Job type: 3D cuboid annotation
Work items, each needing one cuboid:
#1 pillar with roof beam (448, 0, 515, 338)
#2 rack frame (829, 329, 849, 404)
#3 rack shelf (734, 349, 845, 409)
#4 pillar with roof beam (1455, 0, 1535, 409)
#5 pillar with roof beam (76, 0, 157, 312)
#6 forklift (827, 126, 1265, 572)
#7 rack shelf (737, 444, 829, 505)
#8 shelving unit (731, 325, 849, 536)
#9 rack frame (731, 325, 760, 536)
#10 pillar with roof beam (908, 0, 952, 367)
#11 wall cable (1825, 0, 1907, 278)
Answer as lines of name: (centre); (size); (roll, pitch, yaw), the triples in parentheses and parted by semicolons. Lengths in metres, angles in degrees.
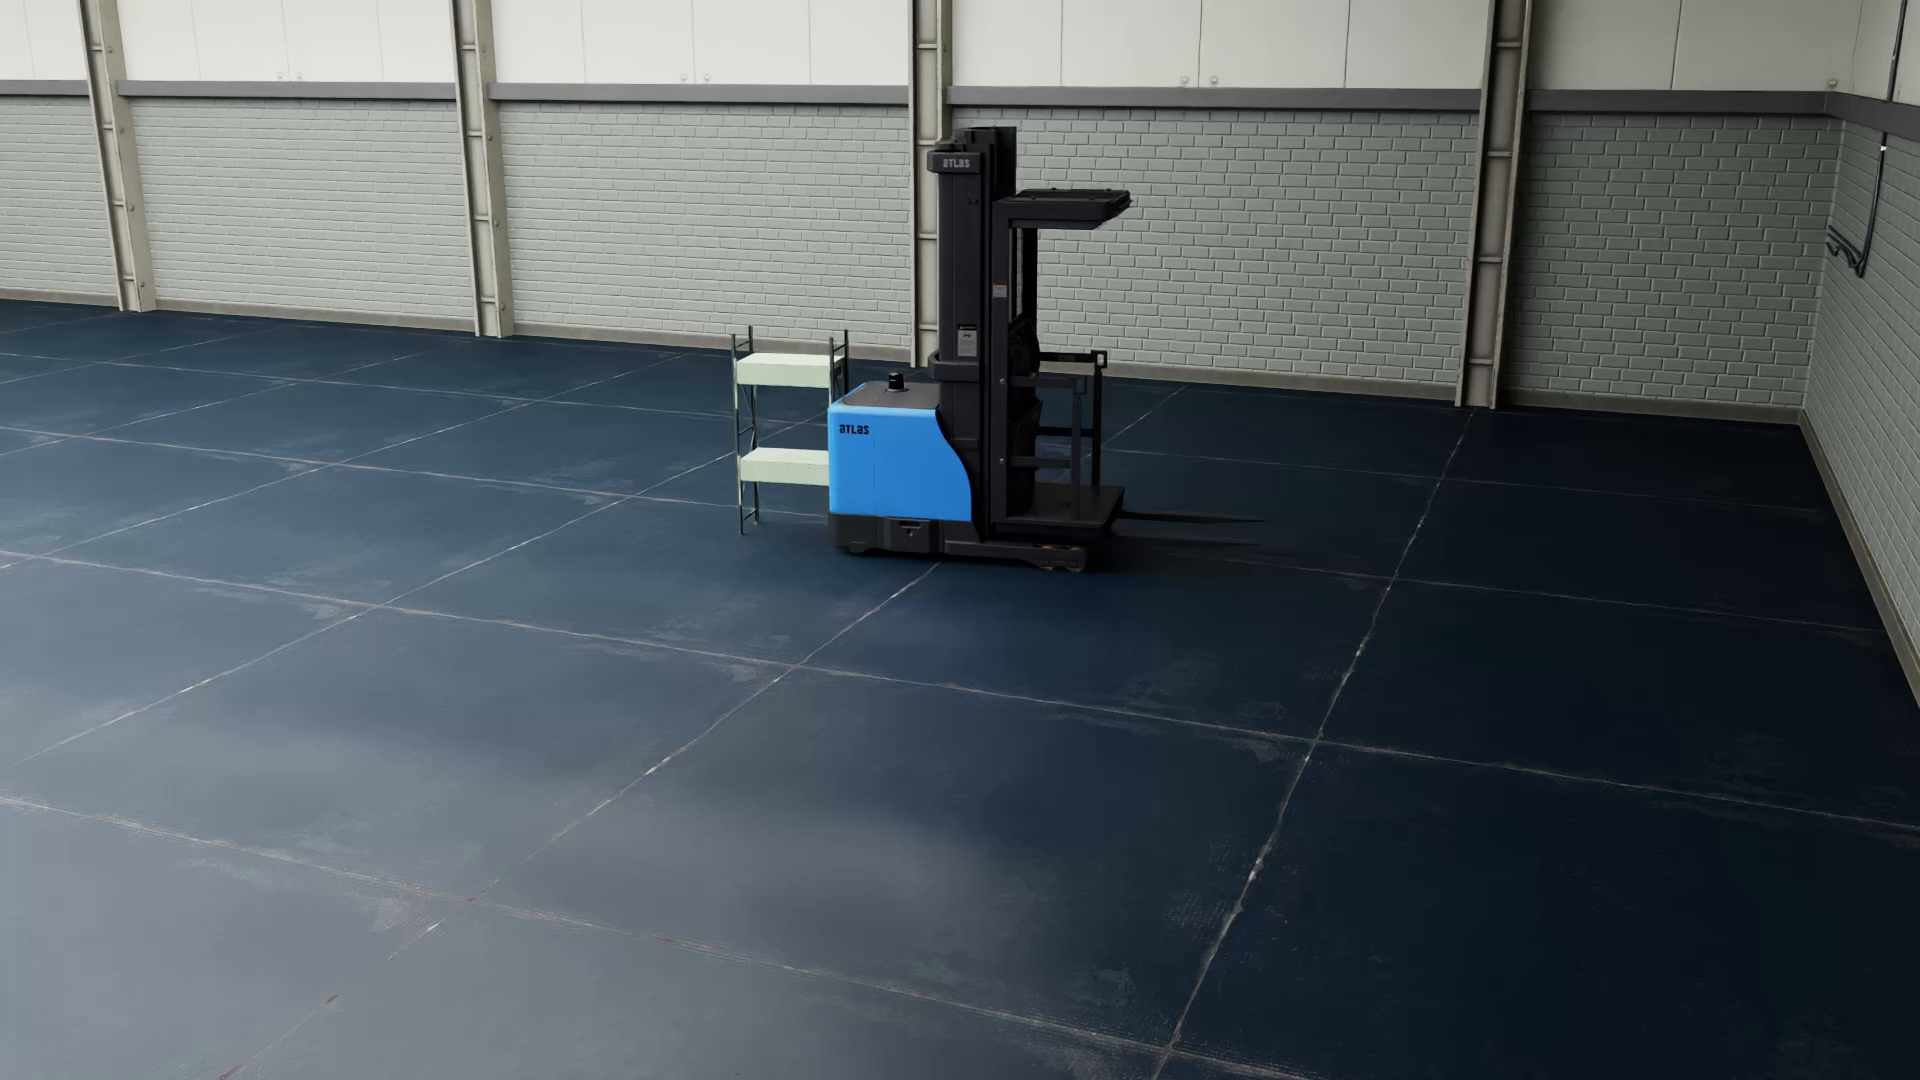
pillar with roof beam: (-7.485, -5.812, 16.052); (0.400, 9.000, 9.100); (6, 17, 21)
rack frame: (-0.866, -0.757, 12.092); (0.023, 1.500, 0.400); (4, 17, 12)
rack shelf: (-1.223, -1.155, 12.061); (0.720, 0.370, 0.431); (4, 17, 12)
pillar with roof beam: (3.678, -4.584, 11.823); (0.400, 9.000, 9.100); (6, 17, 21)
pillar with roof beam: (-13.066, -6.425, 18.166); (0.400, 9.000, 9.100); (6, 17, 21)
forklift: (0.633, -1.350, 11.568); (3.031, 2.935, 1.130); (4, 17, 12)
rack shelf: (-1.223, -0.467, 12.261); (0.720, 0.370, 0.431); (4, 17, 12)
shelving unit: (-1.223, -0.780, 12.170); (0.755, 1.500, 0.431); (4, 17, 12)
rack frame: (-1.580, -0.803, 12.248); (0.023, 1.500, 0.400); (4, 17, 12)
pillar with roof beam: (-1.903, -5.198, 13.938); (0.400, 9.000, 9.100); (6, 17, 21)
wall cable: (7.513, -3.565, 13.883); (0.112, 2.526, 3.097); (6, 17, 21)
